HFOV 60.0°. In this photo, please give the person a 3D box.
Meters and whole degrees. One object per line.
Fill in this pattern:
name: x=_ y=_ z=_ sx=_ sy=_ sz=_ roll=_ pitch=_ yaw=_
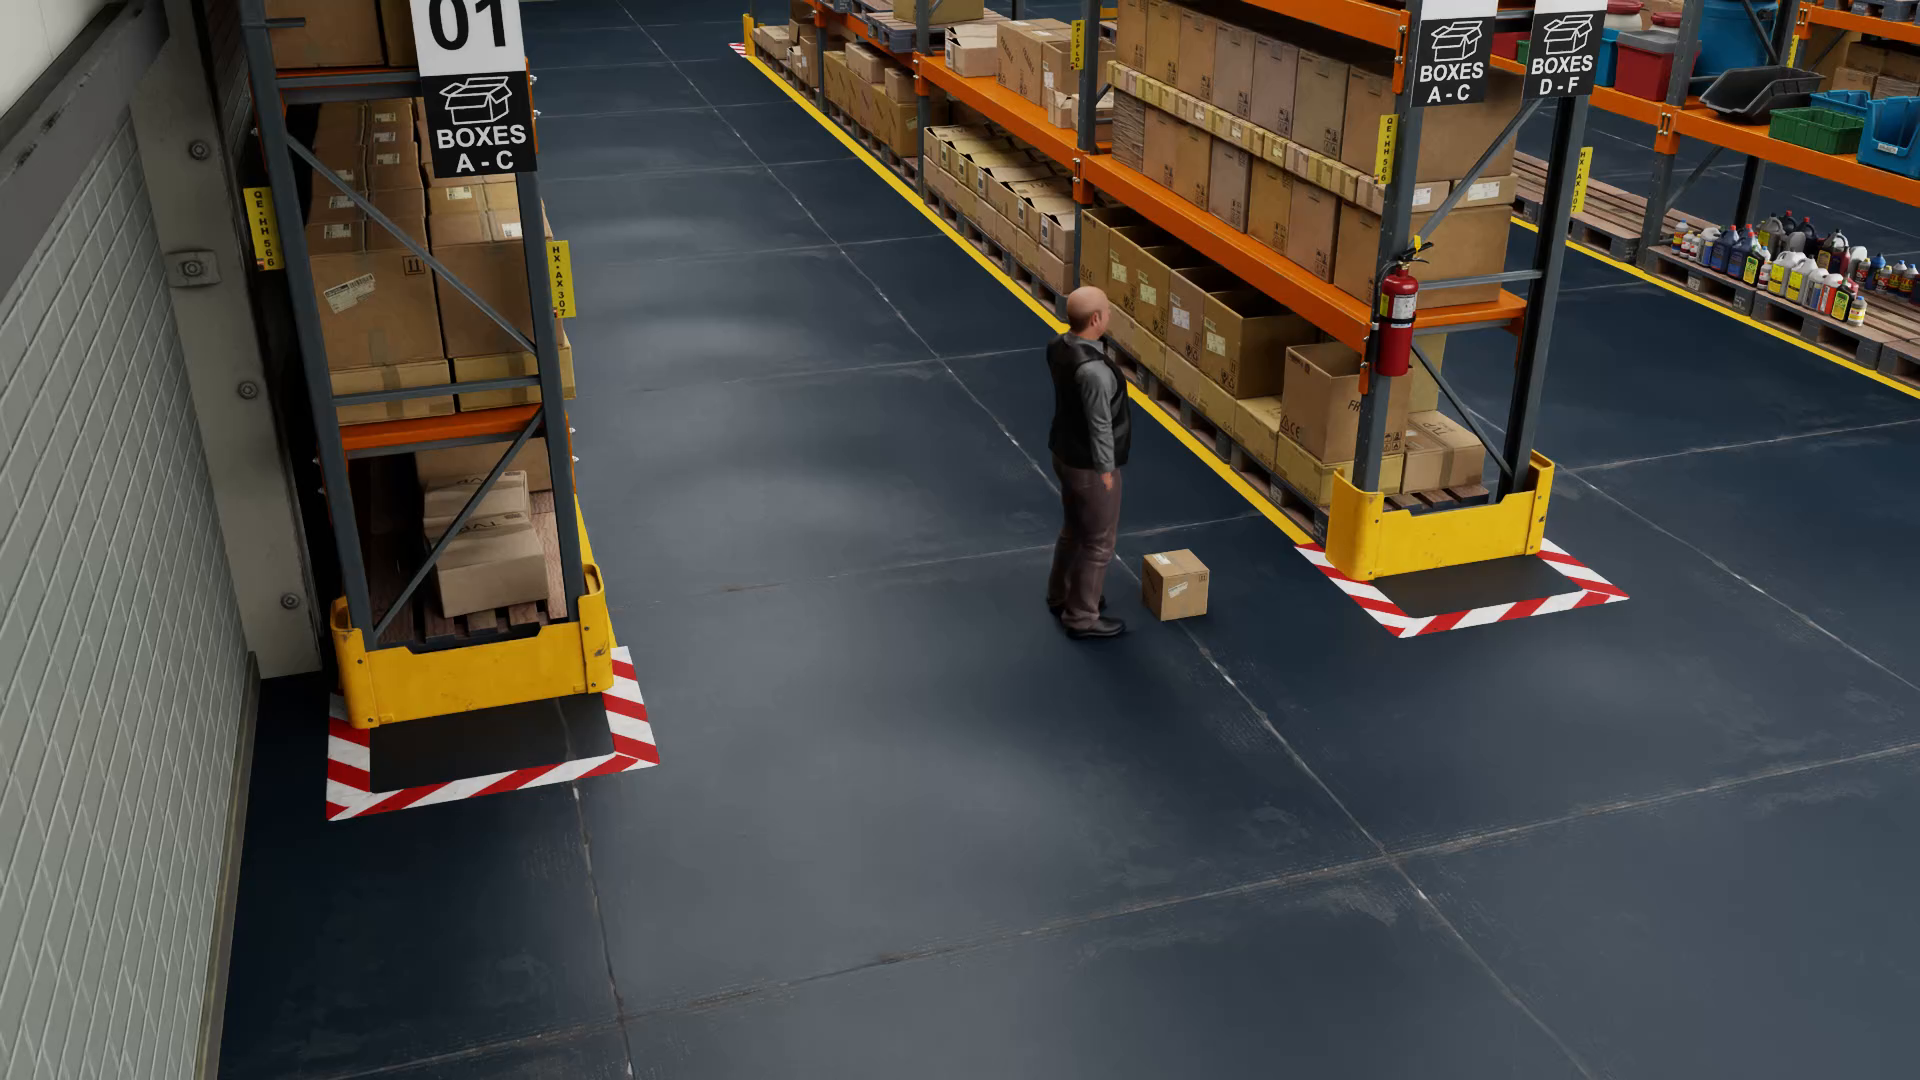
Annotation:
person: x=0.609 y=-0.378 z=7.916 sx=0.359 sy=1.717 sz=0.530 roll=-7 pitch=27 yaw=-15
